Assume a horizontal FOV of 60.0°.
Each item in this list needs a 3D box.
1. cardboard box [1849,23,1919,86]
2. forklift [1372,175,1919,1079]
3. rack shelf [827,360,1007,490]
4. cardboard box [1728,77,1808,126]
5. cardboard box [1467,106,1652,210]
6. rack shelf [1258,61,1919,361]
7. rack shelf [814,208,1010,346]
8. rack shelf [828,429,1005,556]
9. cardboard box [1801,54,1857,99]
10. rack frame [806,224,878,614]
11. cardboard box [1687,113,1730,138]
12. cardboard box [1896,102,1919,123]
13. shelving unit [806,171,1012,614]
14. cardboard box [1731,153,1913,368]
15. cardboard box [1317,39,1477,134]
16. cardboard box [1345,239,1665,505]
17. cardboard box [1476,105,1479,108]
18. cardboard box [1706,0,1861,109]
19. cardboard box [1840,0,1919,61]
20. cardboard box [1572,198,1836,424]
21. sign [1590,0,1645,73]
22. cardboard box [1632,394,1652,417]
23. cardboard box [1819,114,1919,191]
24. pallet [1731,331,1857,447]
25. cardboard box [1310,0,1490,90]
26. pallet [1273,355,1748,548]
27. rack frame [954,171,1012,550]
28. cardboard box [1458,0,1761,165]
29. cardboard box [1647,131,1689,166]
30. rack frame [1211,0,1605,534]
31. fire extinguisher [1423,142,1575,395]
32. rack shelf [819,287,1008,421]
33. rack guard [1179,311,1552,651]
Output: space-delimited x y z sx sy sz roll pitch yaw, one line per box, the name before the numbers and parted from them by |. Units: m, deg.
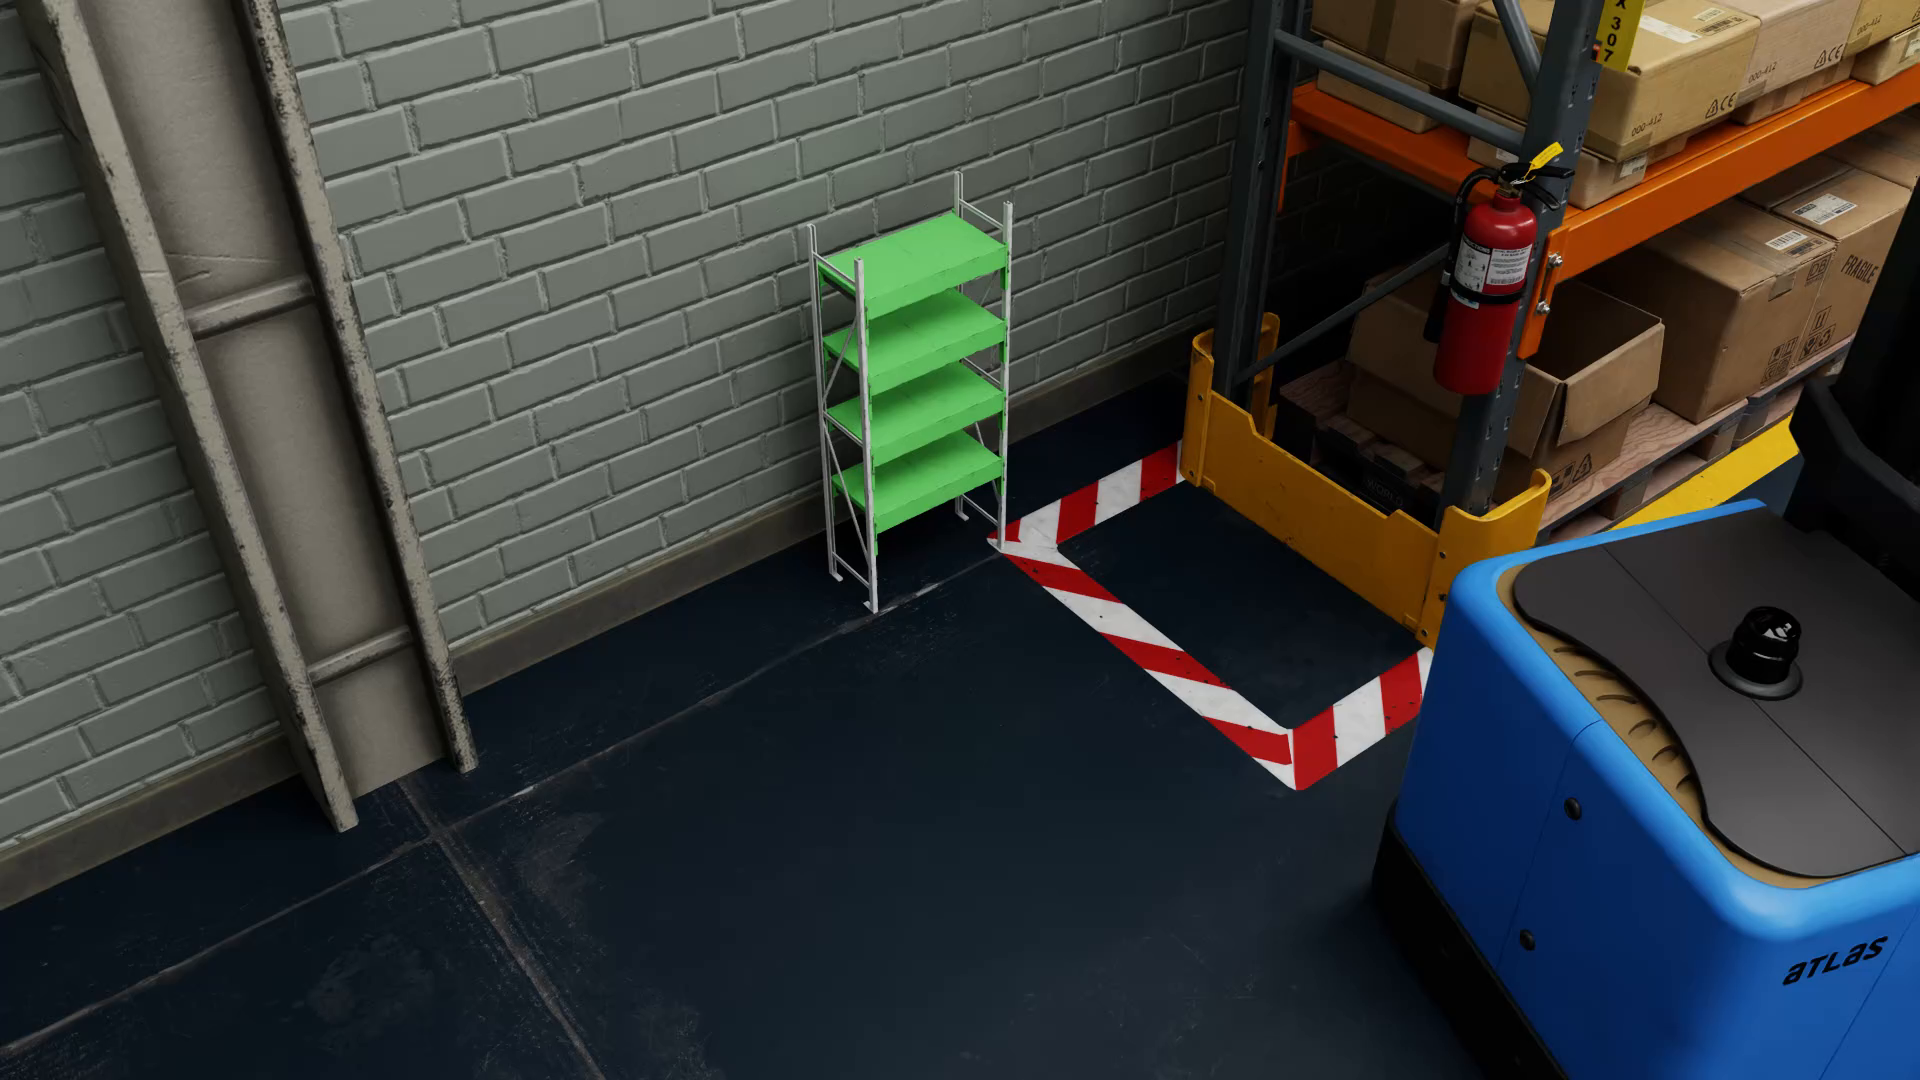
cardboard box | 2.615 -1.504 4.917 0.250 0.149 0.380 -27 47 -29
forklift | 2.591 -0.250 3.244 3.031 2.935 1.130 -12 41 -14
rack shelf | -0.131 -0.351 4.832 0.480 0.148 0.258 -26 46 -28
cardboard box | 2.162 -1.339 4.715 0.250 0.149 0.380 -25 45 -27
cardboard box | 1.563 -1.031 4.340 0.250 0.149 0.380 -26 46 -28
rack shelf | 2.721 -1.634 5.444 4.000 0.370 1.077 -26 46 -28
rack shelf | -0.131 -0.722 4.527 0.480 0.148 0.258 -26 46 -28
rack shelf | -0.131 -0.165 4.984 0.480 0.148 0.258 -26 46 -28
cardboard box | 2.369 -1.444 4.844 0.250 0.149 0.380 -25 46 -27
rack frame | -0.325 -0.306 4.676 0.015 1.200 0.240 -26 46 -28
cardboard box | 1.924 -1.272 4.634 0.250 0.149 0.380 -27 46 -29
cardboard box | 3.639 -1.672 6.712 0.500 0.311 0.500 -24 45 -27
shelving unit | -0.131 -0.400 4.791 0.503 1.200 0.258 -26 46 -28
cardboard box | 2.860 -0.989 5.730 0.500 0.500 0.500 -25 46 -27
cardboard box | 1.235 -1.305 4.674 0.250 0.149 0.380 -27 46 -29
cardboard box | 1.678 -0.525 5.163 0.637 0.503 0.797 -28 47 -30
cardboard box | 1.473 -1.373 4.756 0.250 0.149 0.380 -25 45 -27
cardboard box | 2.059 -1.431 4.513 0.500 0.250 0.500 -25 46 -28
cardboard box | 2.459 -1.629 4.754 0.500 0.250 0.500 -27 46 -29
cardboard box | 2.380 -0.835 5.543 0.500 0.500 0.700 -24 45 -26
sign | 1.466 -1.201 3.667 0.005 0.325 0.100 -26 46 -28
cardboard box | 2.039 -0.533 5.451 0.250 0.149 0.380 -28 47 -30
cardboard box | 3.203 -1.236 6.032 0.500 0.500 0.700 -28 47 -30
pallet | 2.794 -0.868 6.142 1.213 0.211 1.003 -26 46 -28
cardboard box | 1.338 -1.508 4.607 0.500 0.250 0.500 -25 45 -27
pallet | 1.827 -0.399 5.570 1.213 0.211 1.003 -26 46 -28
rack frame | 0.062 -0.494 4.906 0.015 1.200 0.240 -26 46 -28
cardboard box | 1.659 -1.236 4.276 0.500 0.250 0.500 -26 46 -28
cardboard box | 1.737 -1.153 4.489 0.250 0.149 0.380 -25 45 -27
rack frame | 1.135 -1.139 4.274 0.127 3.000 1.000 -26 46 -28
fire extinguisher | 1.300 -0.676 4.064 0.183 0.674 0.296 -26 46 -28
rack shelf | -0.131 -0.536 4.680 0.480 0.148 0.258 -26 46 -28
rack guard | 1.196 -0.202 5.103 0.348 0.500 1.175 -26 46 -28
